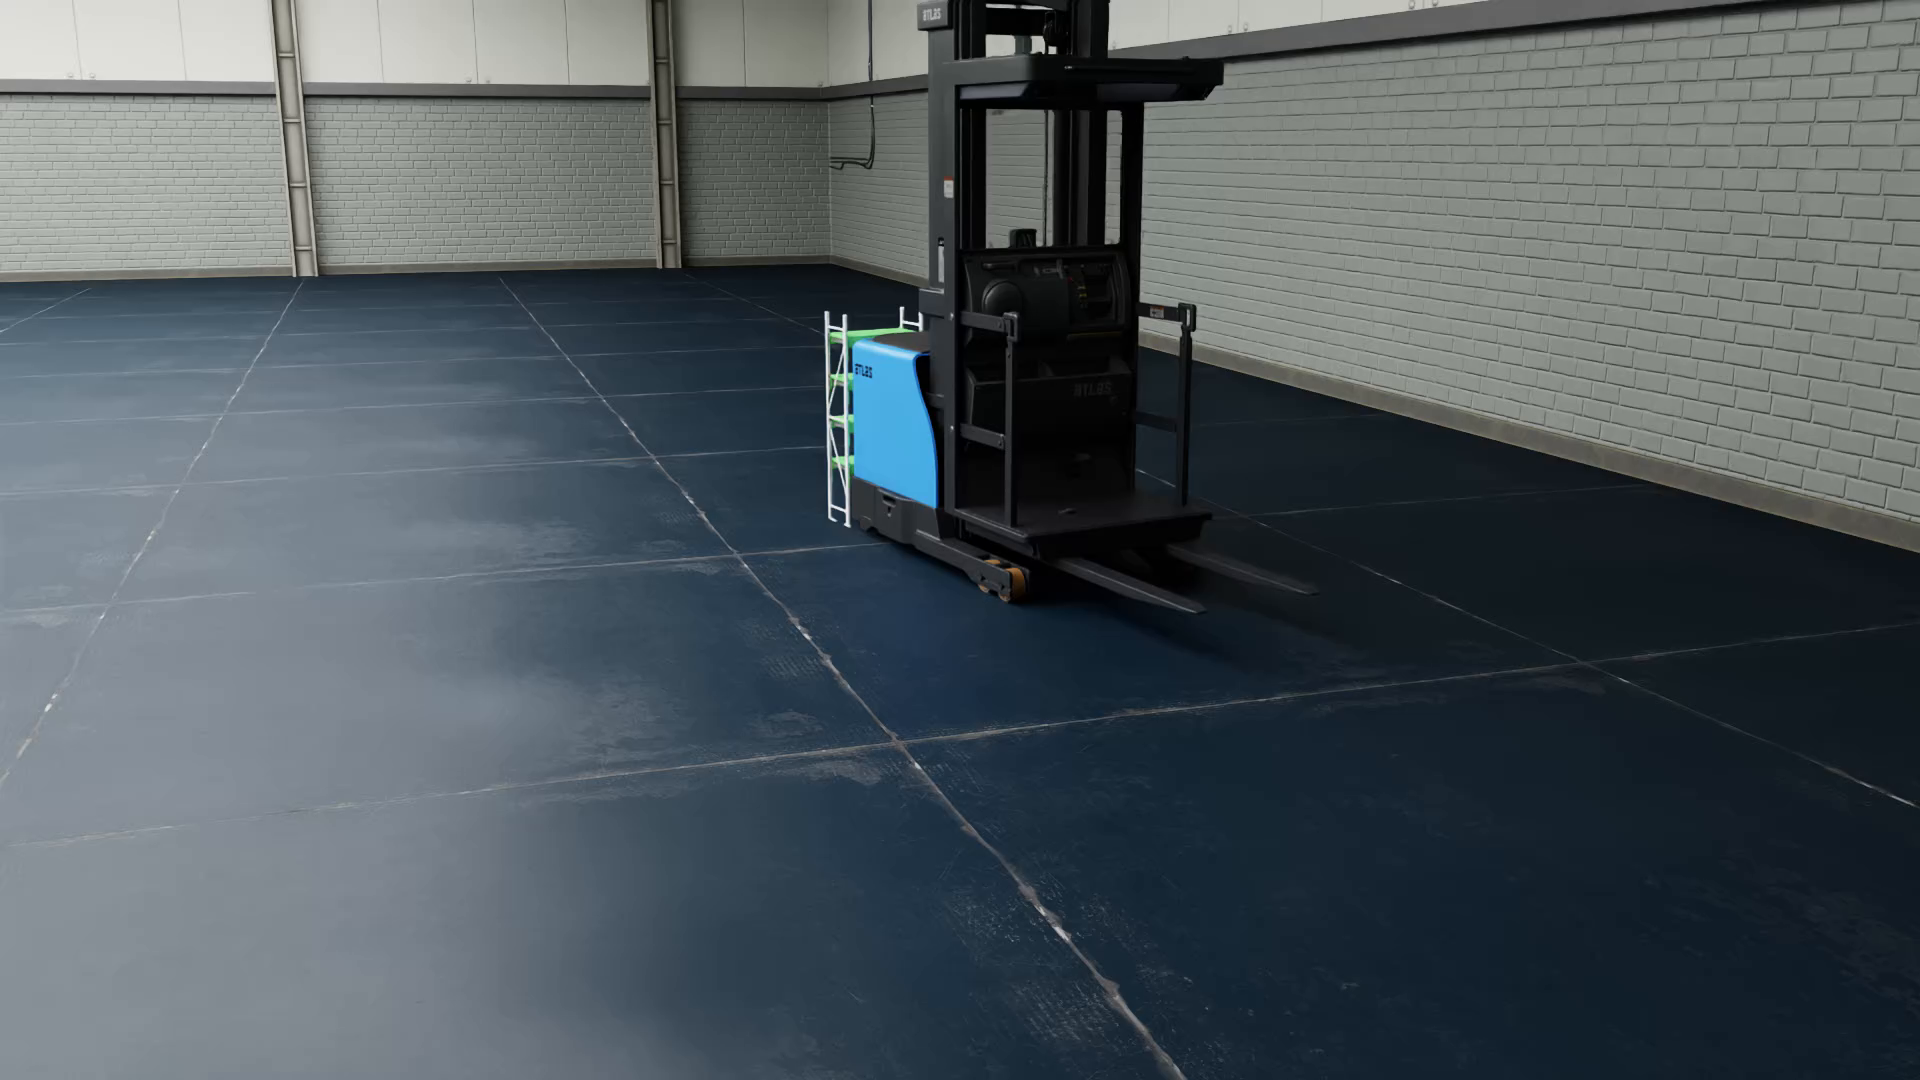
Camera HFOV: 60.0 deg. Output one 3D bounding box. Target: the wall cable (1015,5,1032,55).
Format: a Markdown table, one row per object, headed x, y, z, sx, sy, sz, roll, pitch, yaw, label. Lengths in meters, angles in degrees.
| x | y | z | sx | sy | sz | roll | pitch | yaw | label |
| --- | --- | --- | --- | --- | --- | --- | --- | --- | --- |
| 1.085 | -8.695 | 18.902 | 0.169 | 6.003 | 2.305 | -4 | 14 | -18 | wall cable |

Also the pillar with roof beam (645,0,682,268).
| x | y | z | sx | sy | sz | roll | pitch | yaw | label |
| --- | --- | --- | --- | --- | --- | --- | --- | --- | --- |
| -3.769 | -8.252 | 24.389 | 0.400 | 9.000 | 9.100 | -4 | 14 | -18 | pillar with roof beam |

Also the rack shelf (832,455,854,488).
| x | y | z | sx | sy | sz | roll | pitch | yaw | label |
| --- | --- | --- | --- | --- | --- | --- | --- | --- | --- |
| -0.485 | -0.417 | 9.617 | 0.480 | 0.148 | 0.258 | -8 | 16 | -31 | rack shelf |

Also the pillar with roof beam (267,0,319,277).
| x | y | z | sx | sy | sz | roll | pitch | yaw | label |
| --- | --- | --- | --- | --- | --- | --- | --- | --- | --- |
| -9.455 | -7.809 | 22.528 | 0.400 | 9.000 | 9.100 | -4 | 14 | -18 | pillar with roof beam |

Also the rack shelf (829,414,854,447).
| x | y | z | sx | sy | sz | roll | pitch | yaw | label |
| --- | --- | --- | --- | --- | --- | --- | --- | --- | --- |
| -0.485 | -0.651 | 9.561 | 0.480 | 0.148 | 0.258 | -8 | 16 | -31 | rack shelf |

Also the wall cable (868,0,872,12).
| x | y | z | sx | sy | sz | roll | pitch | yaw | label |
| --- | --- | --- | --- | --- | --- | --- | --- | --- | --- |
| -1.065 | -9.477 | 25.334 | 0.112 | 2.526 | 3.097 | -4 | 14 | -18 | wall cable |

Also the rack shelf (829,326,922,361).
| x | y | z | sx | sy | sz | roll | pitch | yaw | label |
| --- | --- | --- | --- | --- | --- | --- | --- | --- | --- |
| -0.485 | -1.118 | 9.450 | 0.480 | 0.148 | 0.258 | -8 | 16 | -31 | rack shelf |

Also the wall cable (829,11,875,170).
| x | y | z | sx | sy | sz | roll | pitch | yaw | label |
| --- | --- | --- | --- | --- | --- | --- | --- | --- | --- |
| -1.928 | -7.613 | 28.413 | 0.112 | 2.526 | 3.097 | -4 | 14 | -18 | wall cable |

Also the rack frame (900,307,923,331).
| x | y | z | sx | sy | sz | roll | pitch | yaw | label |
| --- | --- | --- | --- | --- | --- | --- | --- | --- | --- |
| -0.276 | -0.742 | 9.670 | 0.015 | 1.200 | 0.240 | -8 | 16 | -31 | rack frame |

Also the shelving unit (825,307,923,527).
| x | y | z | sx | sy | sz | roll | pitch | yaw | label |
| --- | --- | --- | --- | --- | --- | --- | --- | --- | --- |
| -0.485 | -0.713 | 9.547 | 0.503 | 1.200 | 0.258 | -8 | 16 | -31 | shelving unit |

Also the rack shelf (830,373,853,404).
| x | y | z | sx | sy | sz | roll | pitch | yaw | label |
| --- | --- | --- | --- | --- | --- | --- | --- | --- | --- |
| -0.485 | -0.884 | 9.506 | 0.480 | 0.148 | 0.258 | -8 | 16 | -31 | rack shelf |

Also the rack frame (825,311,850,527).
| x | y | z | sx | sy | sz | roll | pitch | yaw | label |
| --- | --- | --- | --- | --- | --- | --- | --- | --- | --- |
| -0.693 | -0.683 | 9.423 | 0.015 | 1.200 | 0.240 | -8 | 16 | -31 | rack frame |

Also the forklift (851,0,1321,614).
| x | y | z | sx | sy | sz | roll | pitch | yaw | label |
| --- | --- | --- | --- | --- | --- | --- | --- | --- | --- |
| 0.544 | -1.250 | 8.064 | 1.130 | 2.935 | 3.031 | -7 | 15 | -28 | forklift |
